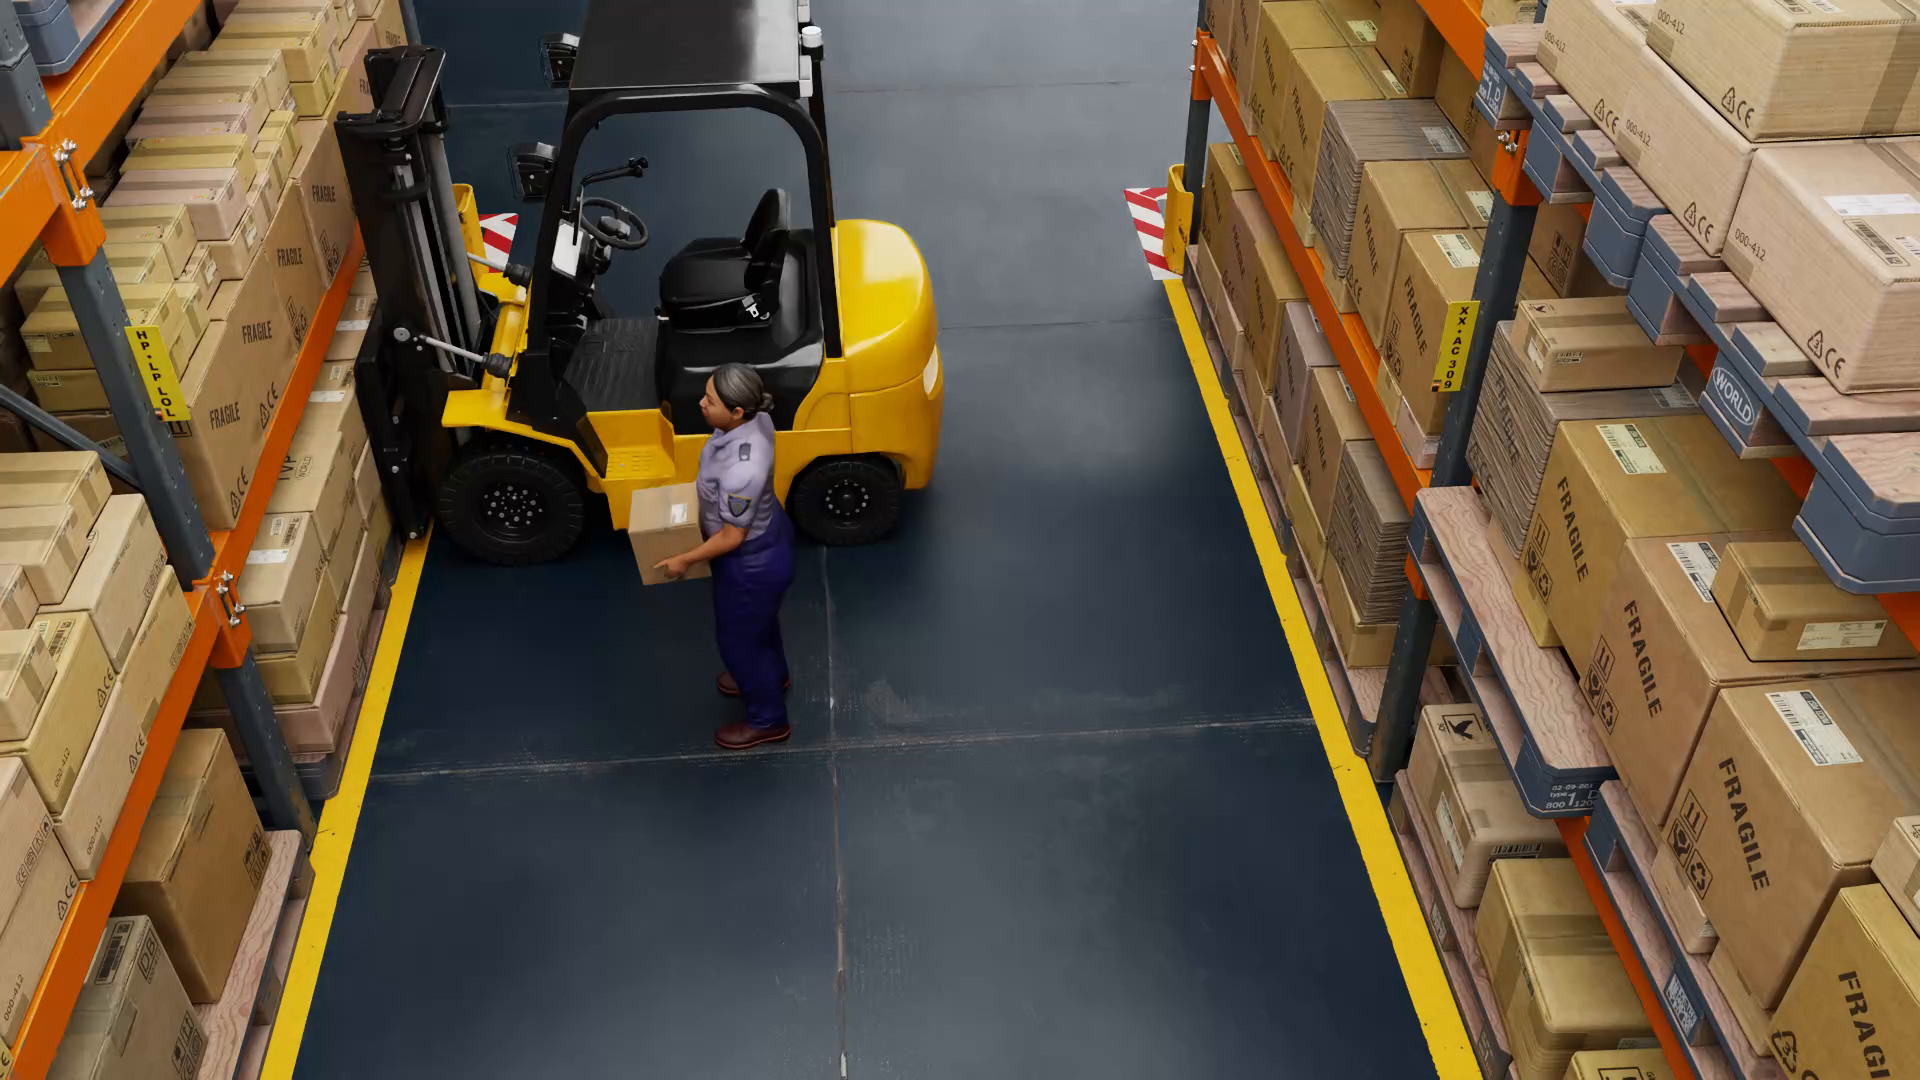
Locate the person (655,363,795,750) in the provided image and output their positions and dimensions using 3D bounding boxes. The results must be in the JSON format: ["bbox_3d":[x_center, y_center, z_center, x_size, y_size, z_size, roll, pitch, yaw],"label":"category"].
[{"bbox_3d":[-0.855,0.056,6.093,0.497,1.652,0.480,-3,39,-4],"label":"person"}]
